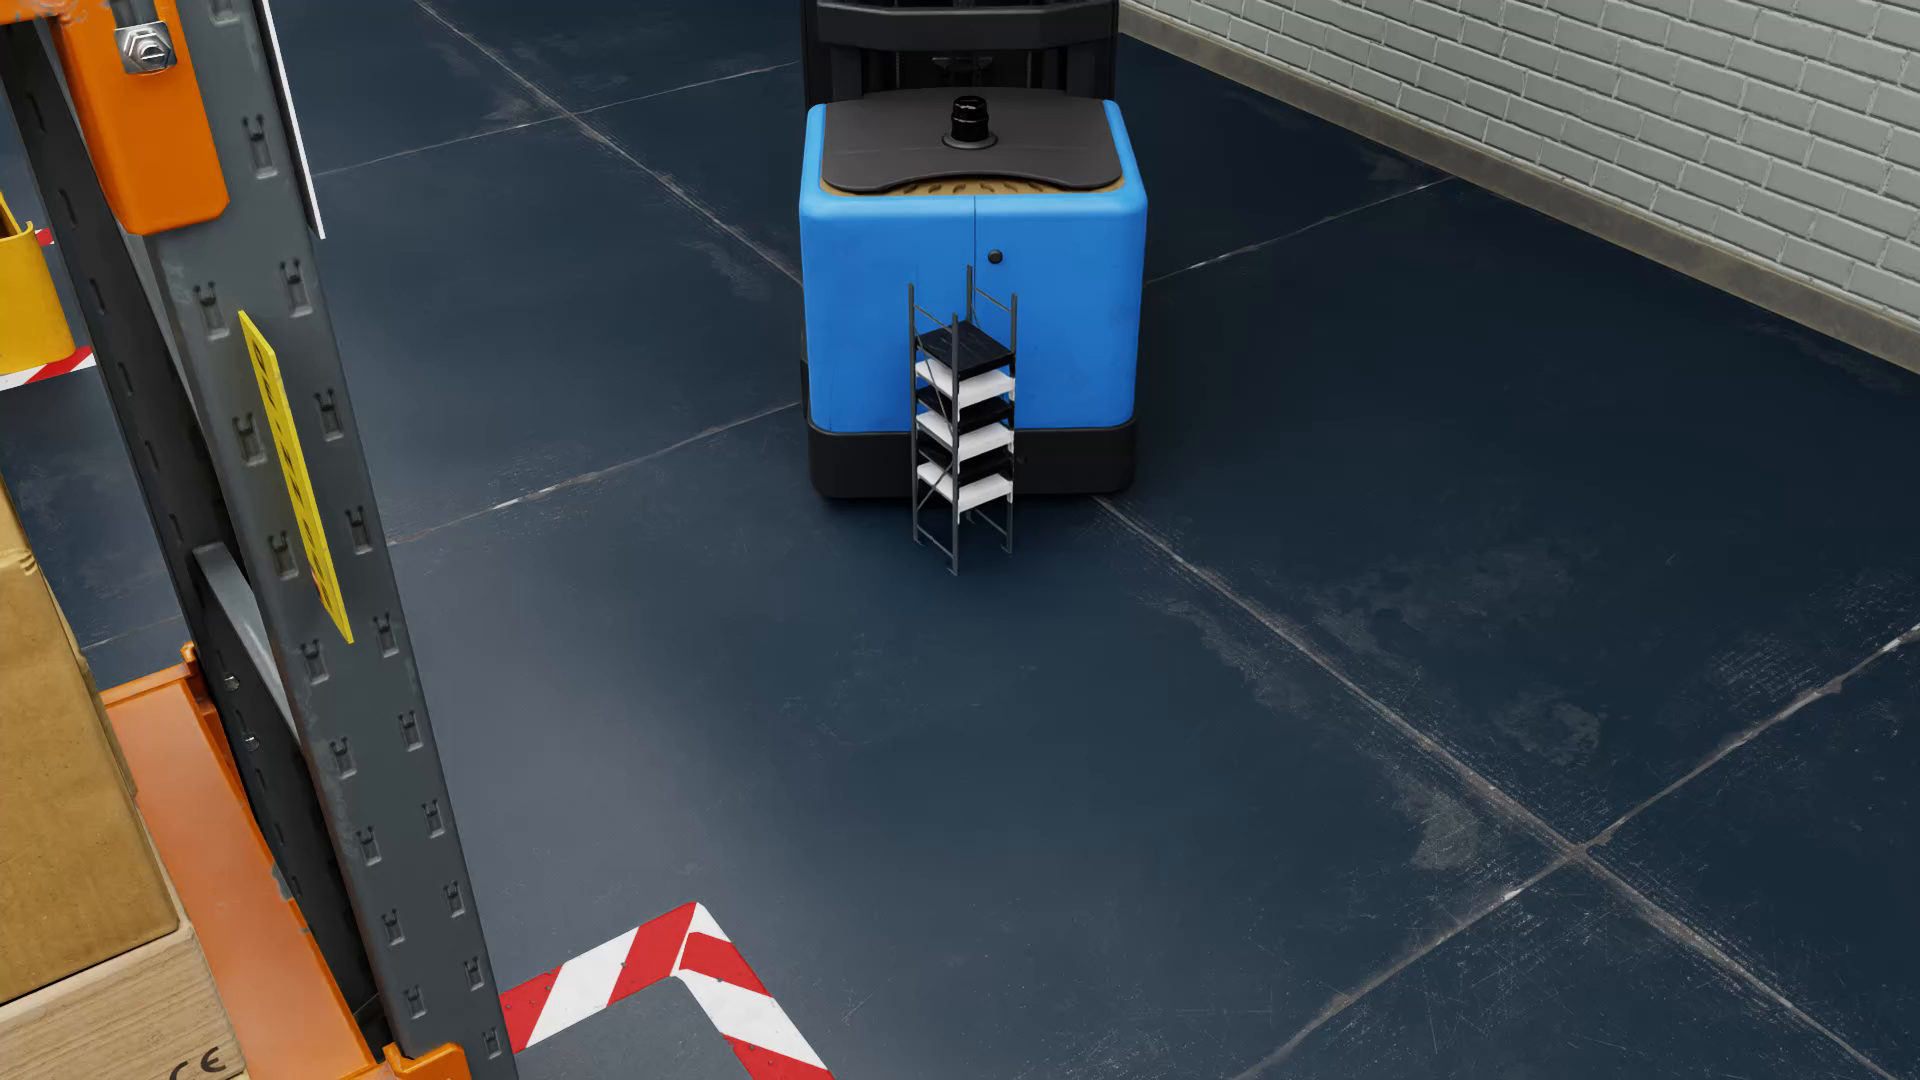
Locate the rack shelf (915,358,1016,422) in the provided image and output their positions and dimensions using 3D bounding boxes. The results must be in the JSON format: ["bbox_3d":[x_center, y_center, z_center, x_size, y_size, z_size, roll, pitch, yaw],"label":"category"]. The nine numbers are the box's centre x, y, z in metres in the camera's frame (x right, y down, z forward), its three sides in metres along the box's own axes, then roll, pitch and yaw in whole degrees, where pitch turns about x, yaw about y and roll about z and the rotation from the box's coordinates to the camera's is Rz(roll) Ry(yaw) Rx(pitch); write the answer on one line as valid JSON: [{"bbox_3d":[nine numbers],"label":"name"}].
[{"bbox_3d":[0.007,-0.463,4.871,0.200,0.077,0.258,-22,41,-28],"label":"rack shelf"}]

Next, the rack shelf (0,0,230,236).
[{"bbox_3d":[-2.558,-0.004,0.733,4.000,0.370,1.077,-22,41,-28],"label":"rack shelf"}]

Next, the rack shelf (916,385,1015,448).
[{"bbox_3d":[0.007,-0.389,4.924,0.200,0.077,0.258,-22,41,-28],"label":"rack shelf"}]

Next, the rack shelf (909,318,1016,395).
[{"bbox_3d":[0.007,-0.536,4.819,0.200,0.077,0.258,-22,41,-28],"label":"rack shelf"}]

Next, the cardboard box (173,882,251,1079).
[{"bbox_3d":[-1.024,0.628,2.022,0.250,0.149,0.380,-22,41,-27],"label":"cardboard box"}]

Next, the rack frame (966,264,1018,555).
[{"bbox_3d":[0.091,-0.377,5.004,0.006,0.900,0.240,-22,41,-28],"label":"rack frame"}]

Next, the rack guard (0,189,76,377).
[{"bbox_3d":[-3.764,-1.114,6.371,0.348,0.500,1.175,-22,41,-28],"label":"rack guard"}]

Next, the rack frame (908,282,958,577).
[{"bbox_3d":[-0.076,-0.310,4.910,0.006,0.900,0.240,-22,41,-28],"label":"rack frame"}]

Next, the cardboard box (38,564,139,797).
[{"bbox_3d":[-1.471,0.222,2.246,0.500,0.250,0.500,-24,42,-29],"label":"cardboard box"}]

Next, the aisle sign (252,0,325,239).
[{"bbox_3d":[-0.691,-0.687,1.410,0.004,0.787,0.394,-22,41,-28],"label":"aisle sign"}]

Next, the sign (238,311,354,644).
[{"bbox_3d":[-0.622,-0.053,1.560,0.005,0.325,0.100,-22,41,-28],"label":"sign"}]

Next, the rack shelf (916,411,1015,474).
[{"bbox_3d":[0.007,-0.316,4.976,0.200,0.077,0.258,-22,41,-28],"label":"rack shelf"}]

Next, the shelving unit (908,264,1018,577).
[{"bbox_3d":[0.007,-0.343,4.957,0.210,0.900,0.258,-22,41,-28],"label":"shelving unit"}]

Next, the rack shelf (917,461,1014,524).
[{"bbox_3d":[0.007,-0.170,5.081,0.200,0.077,0.258,-22,41,-28],"label":"rack shelf"}]

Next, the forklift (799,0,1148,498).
[{"bbox_3d":[-0.013,-2.157,5.738,1.130,2.935,3.031,-1,36,-2],"label":"forklift"}]

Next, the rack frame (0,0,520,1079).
[{"bbox_3d":[-0.921,0.251,2.332,0.053,2.616,0.949,-22,41,-28],"label":"rack frame"}]

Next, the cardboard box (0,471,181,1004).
[{"bbox_3d":[-1.170,0.174,1.670,0.500,0.500,0.500,-22,41,-27],"label":"cardboard box"}]

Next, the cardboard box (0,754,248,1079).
[{"bbox_3d":[-1.166,0.479,1.888,0.500,0.250,0.500,-23,42,-29],"label":"cardboard box"}]

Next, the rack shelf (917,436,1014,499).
[{"bbox_3d":[0.007,-0.243,5.029,0.200,0.077,0.258,-22,41,-28],"label":"rack shelf"}]

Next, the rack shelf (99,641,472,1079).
[{"bbox_3d":[-2.558,1.214,1.609,4.000,0.370,1.077,-22,41,-28],"label":"rack shelf"}]
